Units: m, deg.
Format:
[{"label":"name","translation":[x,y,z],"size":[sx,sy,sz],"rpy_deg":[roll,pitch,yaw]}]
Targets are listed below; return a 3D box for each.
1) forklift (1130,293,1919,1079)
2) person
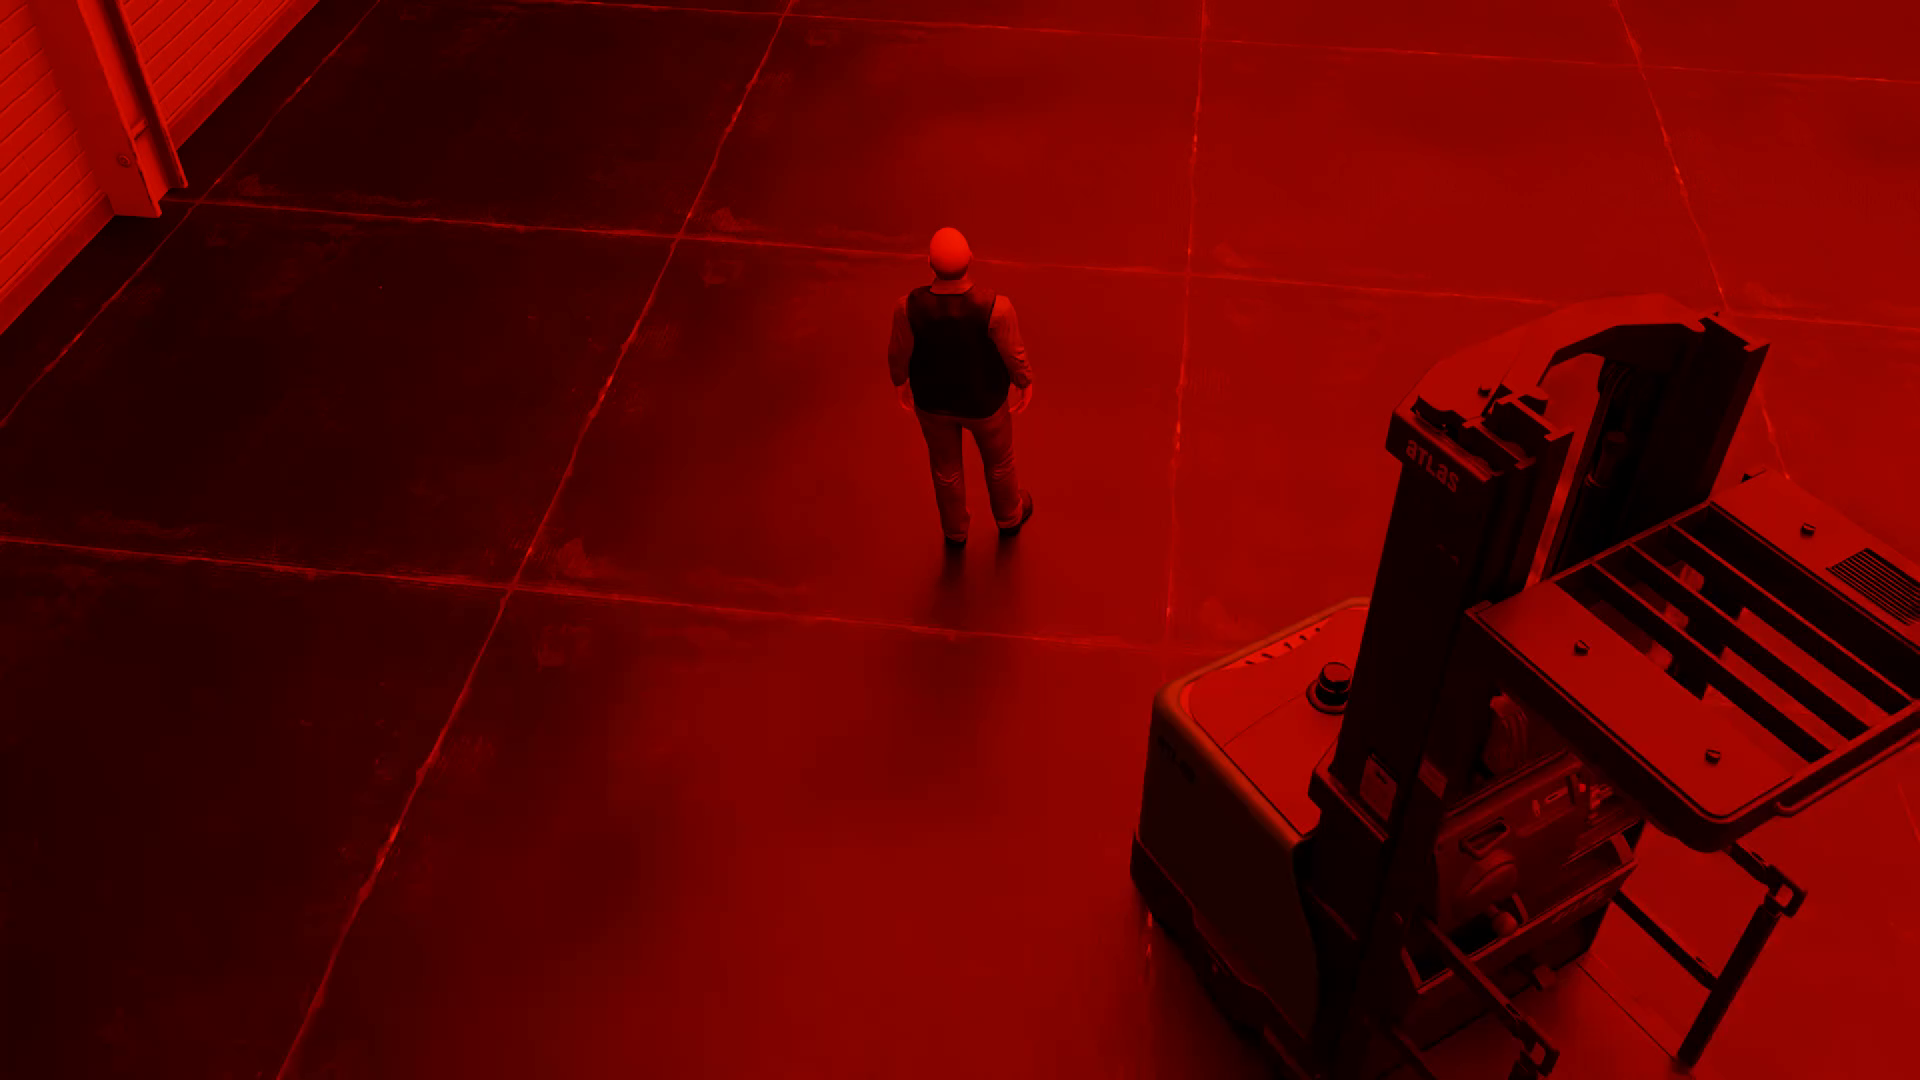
[{"label":"forklift","translation":[1.842,0.916,4.727],"size":[1.130,2.935,3.031],"rpy_deg":[-22,47,-22]},{"label":"person","translation":[0.016,-0.680,7.348],"size":[0.632,1.720,0.568],"rpy_deg":[5,43,6]}]
